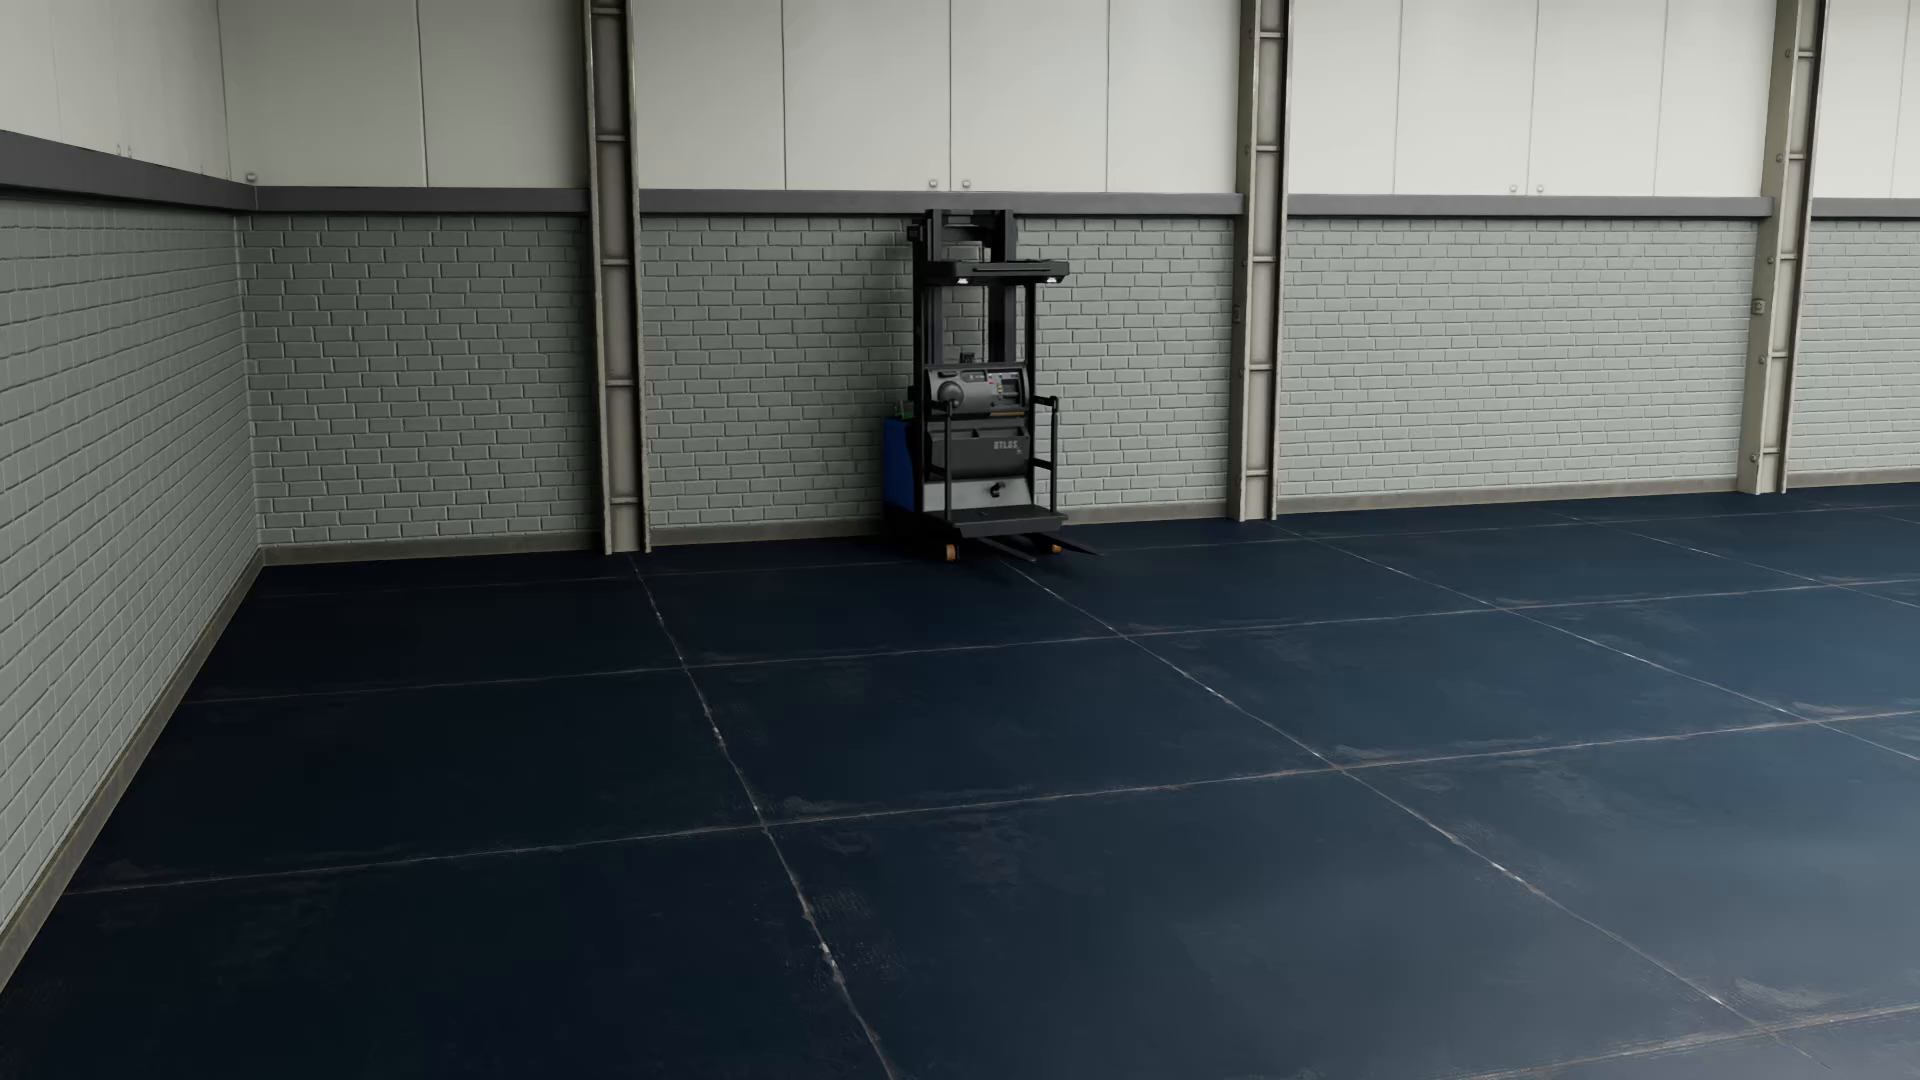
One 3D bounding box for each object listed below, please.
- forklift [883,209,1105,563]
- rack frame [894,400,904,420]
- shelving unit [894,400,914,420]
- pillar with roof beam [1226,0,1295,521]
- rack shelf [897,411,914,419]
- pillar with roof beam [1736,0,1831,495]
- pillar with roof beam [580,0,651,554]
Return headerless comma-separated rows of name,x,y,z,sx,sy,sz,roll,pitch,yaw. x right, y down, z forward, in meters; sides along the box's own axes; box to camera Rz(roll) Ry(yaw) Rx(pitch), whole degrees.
forklift,0.247,-1.337,14.215,1.130,2.935,3.031,-4,11,-23
rack frame,-0.506,-0.674,15.144,0.015,1.200,0.240,-8,9,-17
shelving unit,-0.274,-0.704,15.214,0.503,1.200,0.258,-8,9,-17
pillar with roof beam,4.042,-3.893,11.338,0.400,9.000,9.100,-3,11,-16
rack shelf,-0.310,-1.115,15.155,0.480,0.148,0.258,-8,9,-17
pillar with roof beam,9.803,-4.197,12.988,0.400,9.000,9.100,-3,11,-16
pillar with roof beam,-1.719,-3.589,9.689,0.400,9.000,9.100,-3,11,-16
